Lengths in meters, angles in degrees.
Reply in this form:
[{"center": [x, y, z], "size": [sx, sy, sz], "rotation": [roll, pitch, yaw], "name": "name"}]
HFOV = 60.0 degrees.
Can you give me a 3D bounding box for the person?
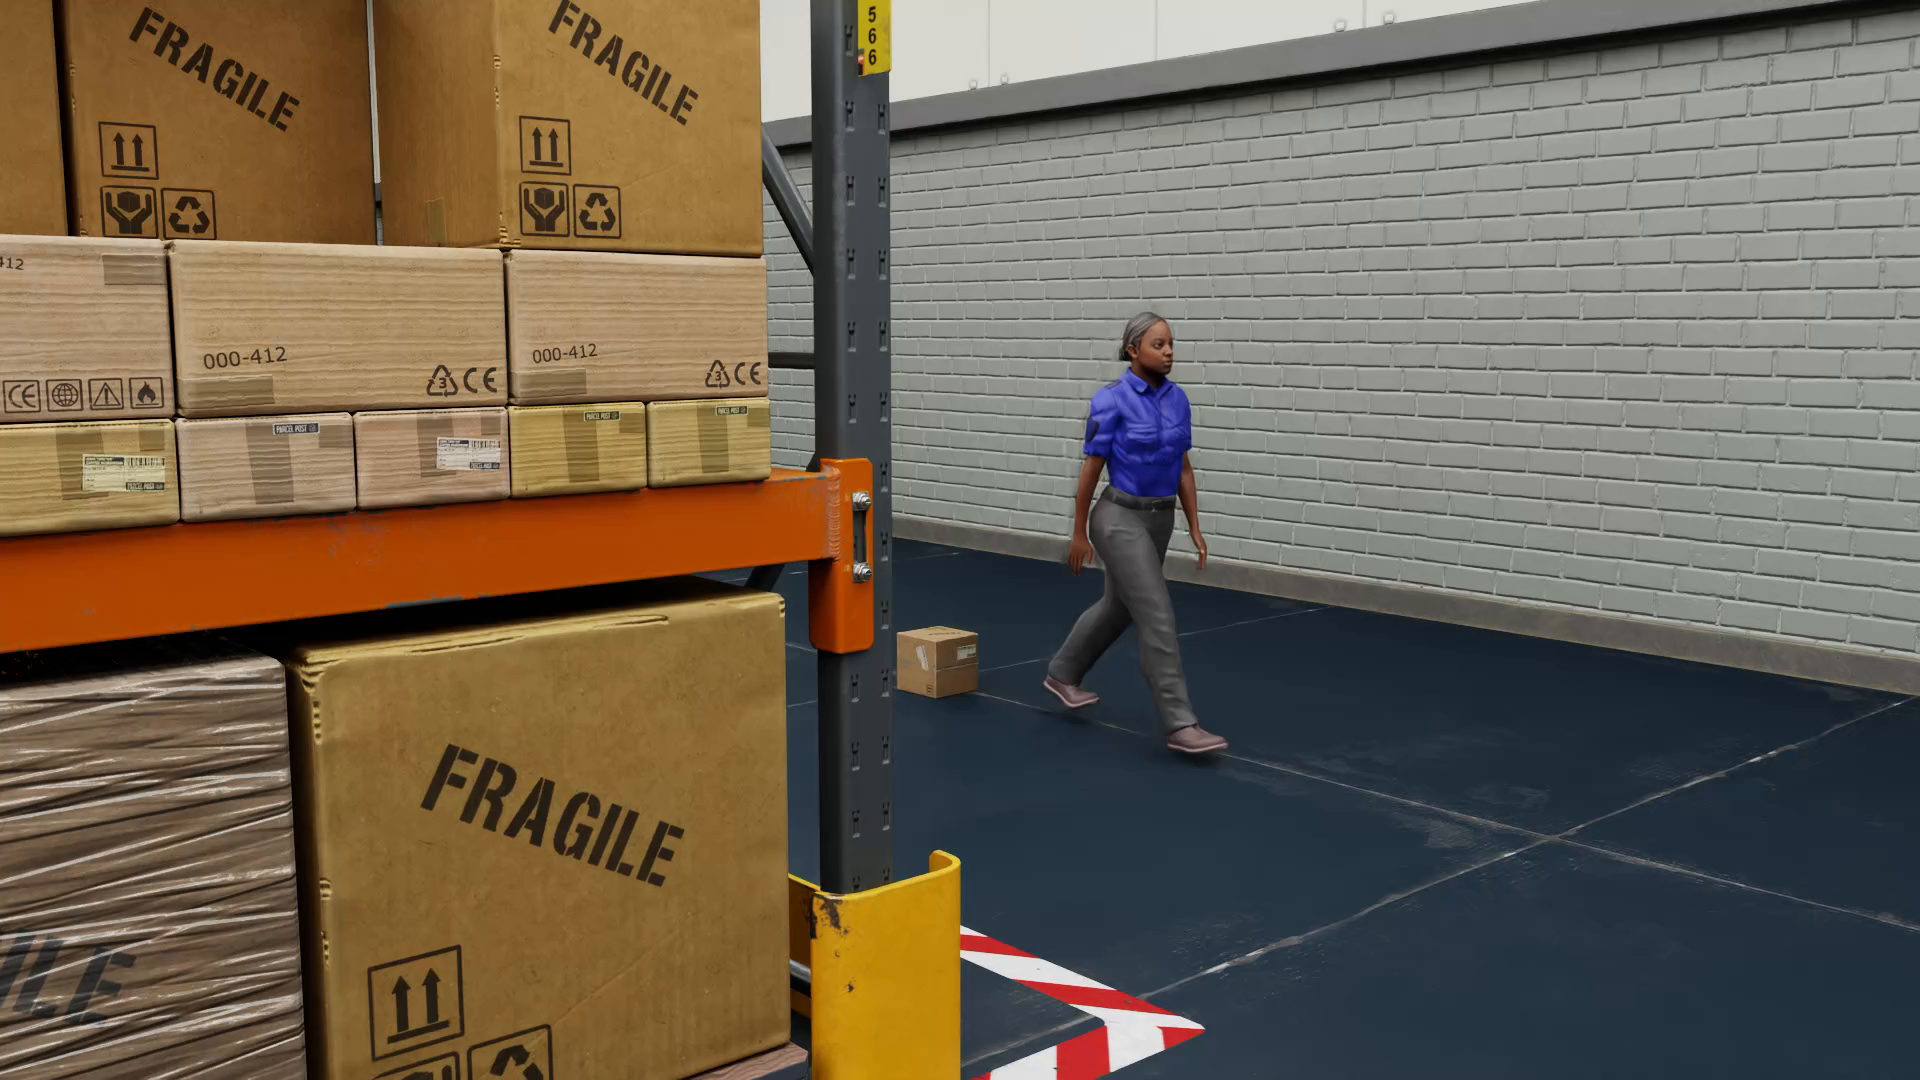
[{"center": [0.671, -0.052, 6.260], "size": [0.455, 1.598, 1.039], "rotation": [-7, 10, -42], "name": "person"}]
